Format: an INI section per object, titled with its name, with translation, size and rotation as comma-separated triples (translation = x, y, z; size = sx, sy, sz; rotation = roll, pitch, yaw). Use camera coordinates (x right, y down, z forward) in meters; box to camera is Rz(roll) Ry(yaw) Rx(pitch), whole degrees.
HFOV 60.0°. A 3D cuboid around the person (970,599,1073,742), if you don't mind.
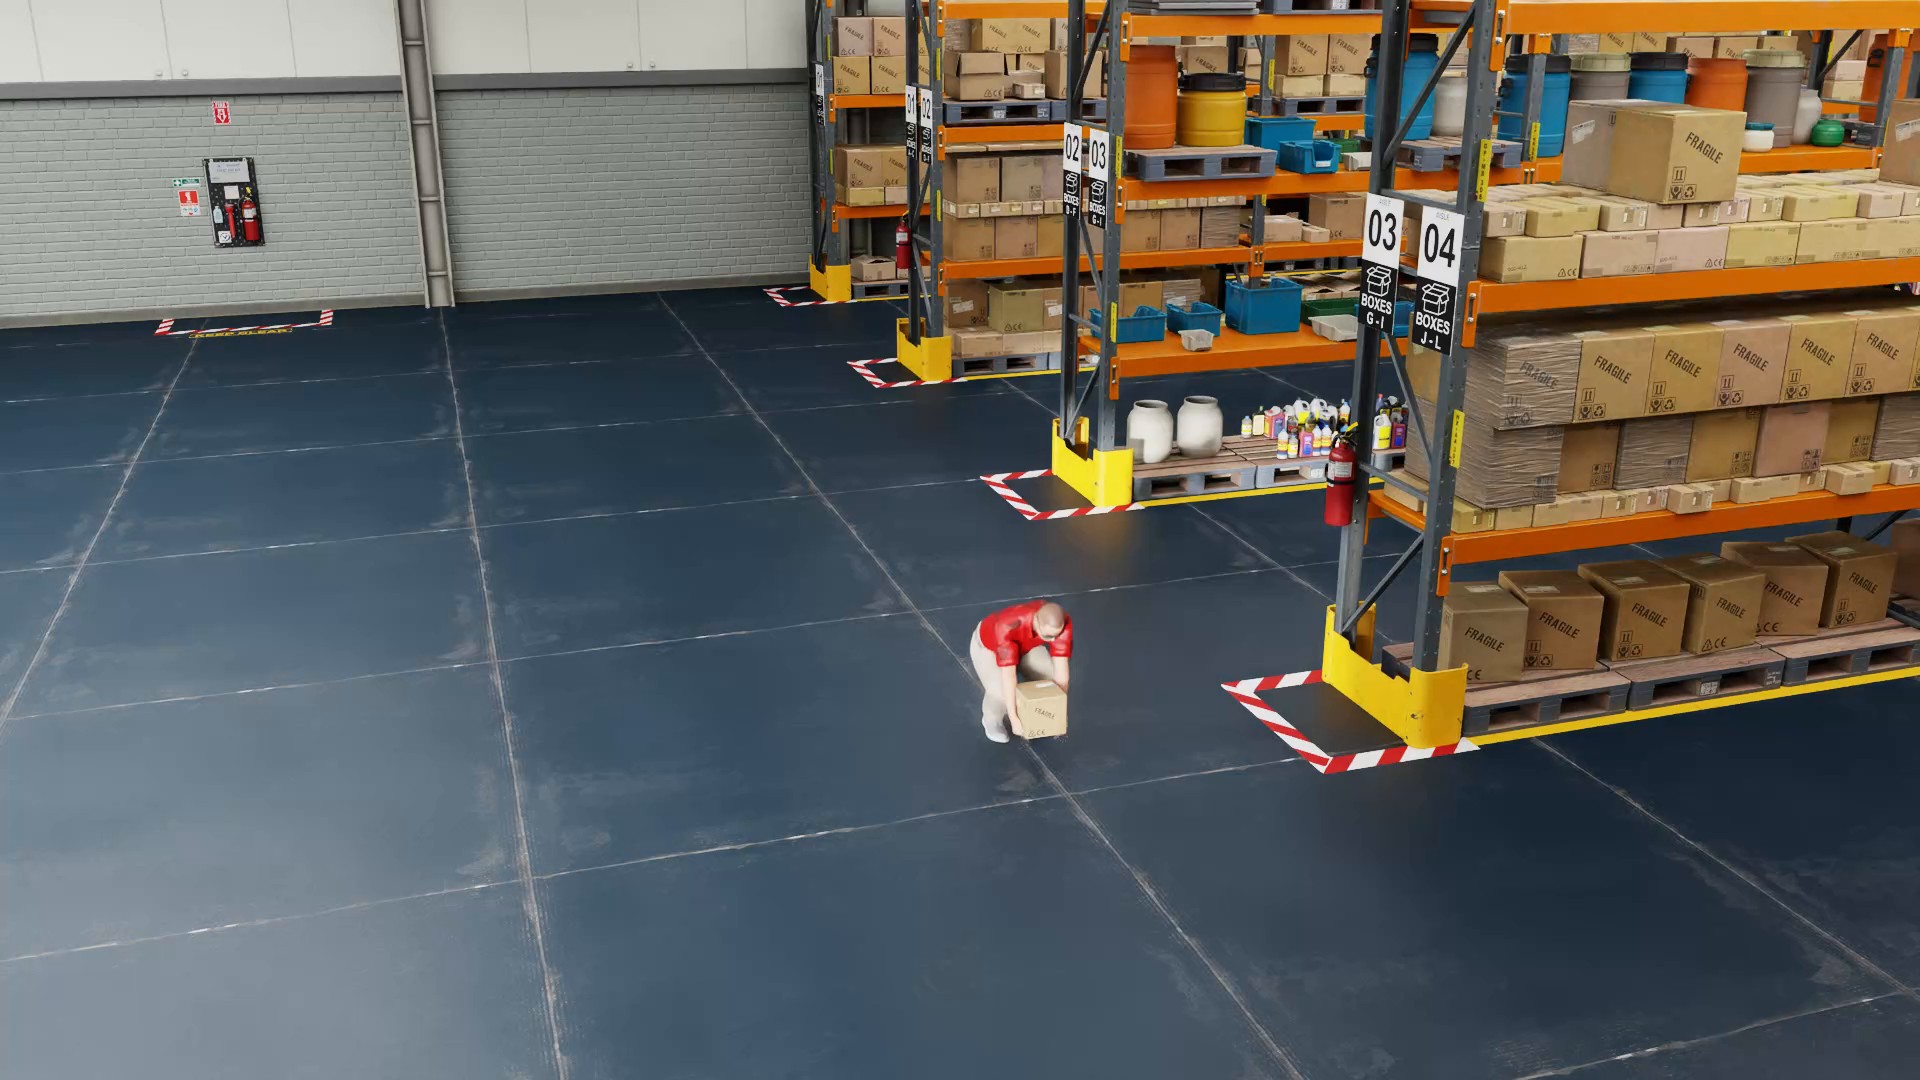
[person]
translation = 0.380, 0.745, 10.090
size = 0.525, 0.990, 0.854
rotation = -7, 20, -19
